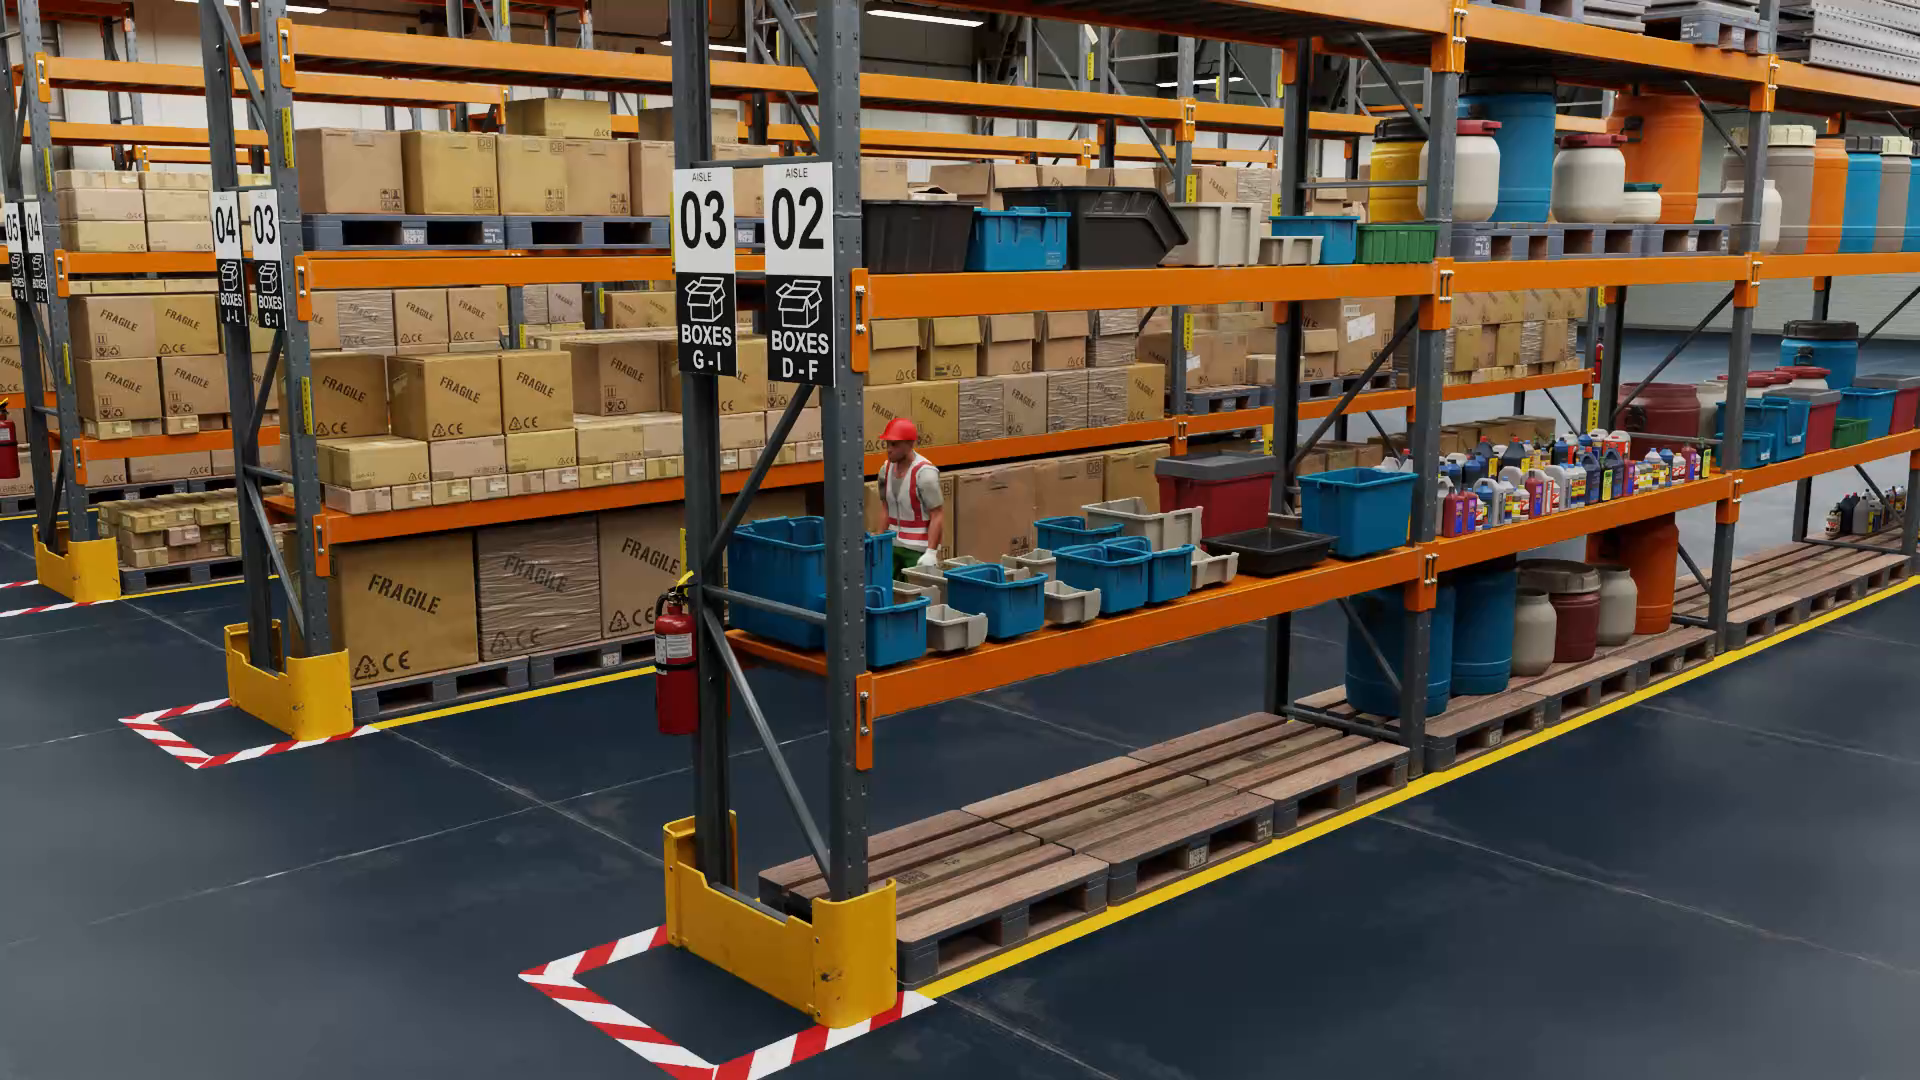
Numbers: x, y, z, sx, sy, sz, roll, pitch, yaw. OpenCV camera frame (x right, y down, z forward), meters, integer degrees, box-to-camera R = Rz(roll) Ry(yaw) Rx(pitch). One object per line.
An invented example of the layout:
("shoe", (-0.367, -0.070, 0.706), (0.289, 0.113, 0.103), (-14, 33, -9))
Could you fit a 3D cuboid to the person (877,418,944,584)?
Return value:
("person", (-0.358, 0.078, 10.959), (0.448, 1.777, 0.609), (-10, 14, -42))
